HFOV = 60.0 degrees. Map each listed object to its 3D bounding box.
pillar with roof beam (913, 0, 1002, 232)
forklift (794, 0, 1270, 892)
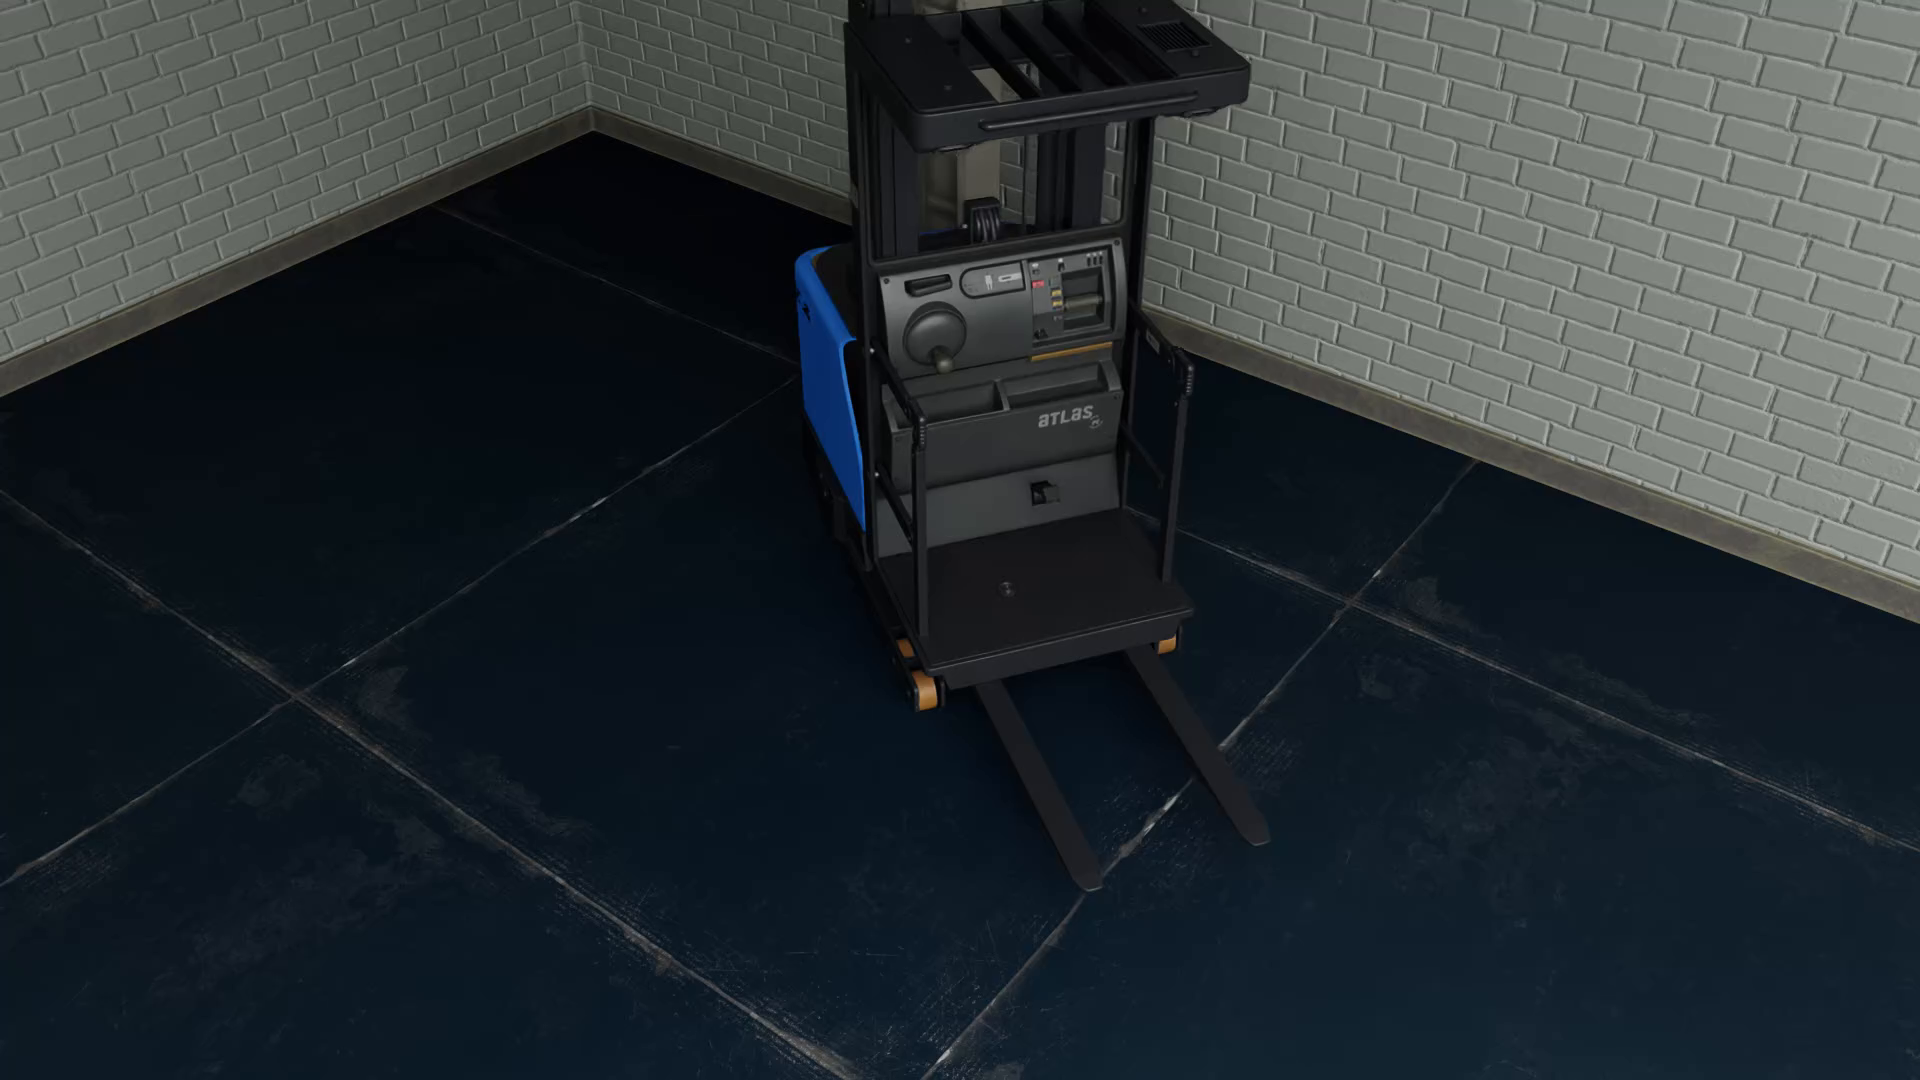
[{"bbox_3d":[-2.657,-2.873,3.620,0.400,9.000,9.100,25,45,29],"label":"pillar with roof beam"},{"bbox_3d":[0.237,-0.780,5.869,1.130,2.935,3.031,-12,40,-15],"label":"forklift"}]
